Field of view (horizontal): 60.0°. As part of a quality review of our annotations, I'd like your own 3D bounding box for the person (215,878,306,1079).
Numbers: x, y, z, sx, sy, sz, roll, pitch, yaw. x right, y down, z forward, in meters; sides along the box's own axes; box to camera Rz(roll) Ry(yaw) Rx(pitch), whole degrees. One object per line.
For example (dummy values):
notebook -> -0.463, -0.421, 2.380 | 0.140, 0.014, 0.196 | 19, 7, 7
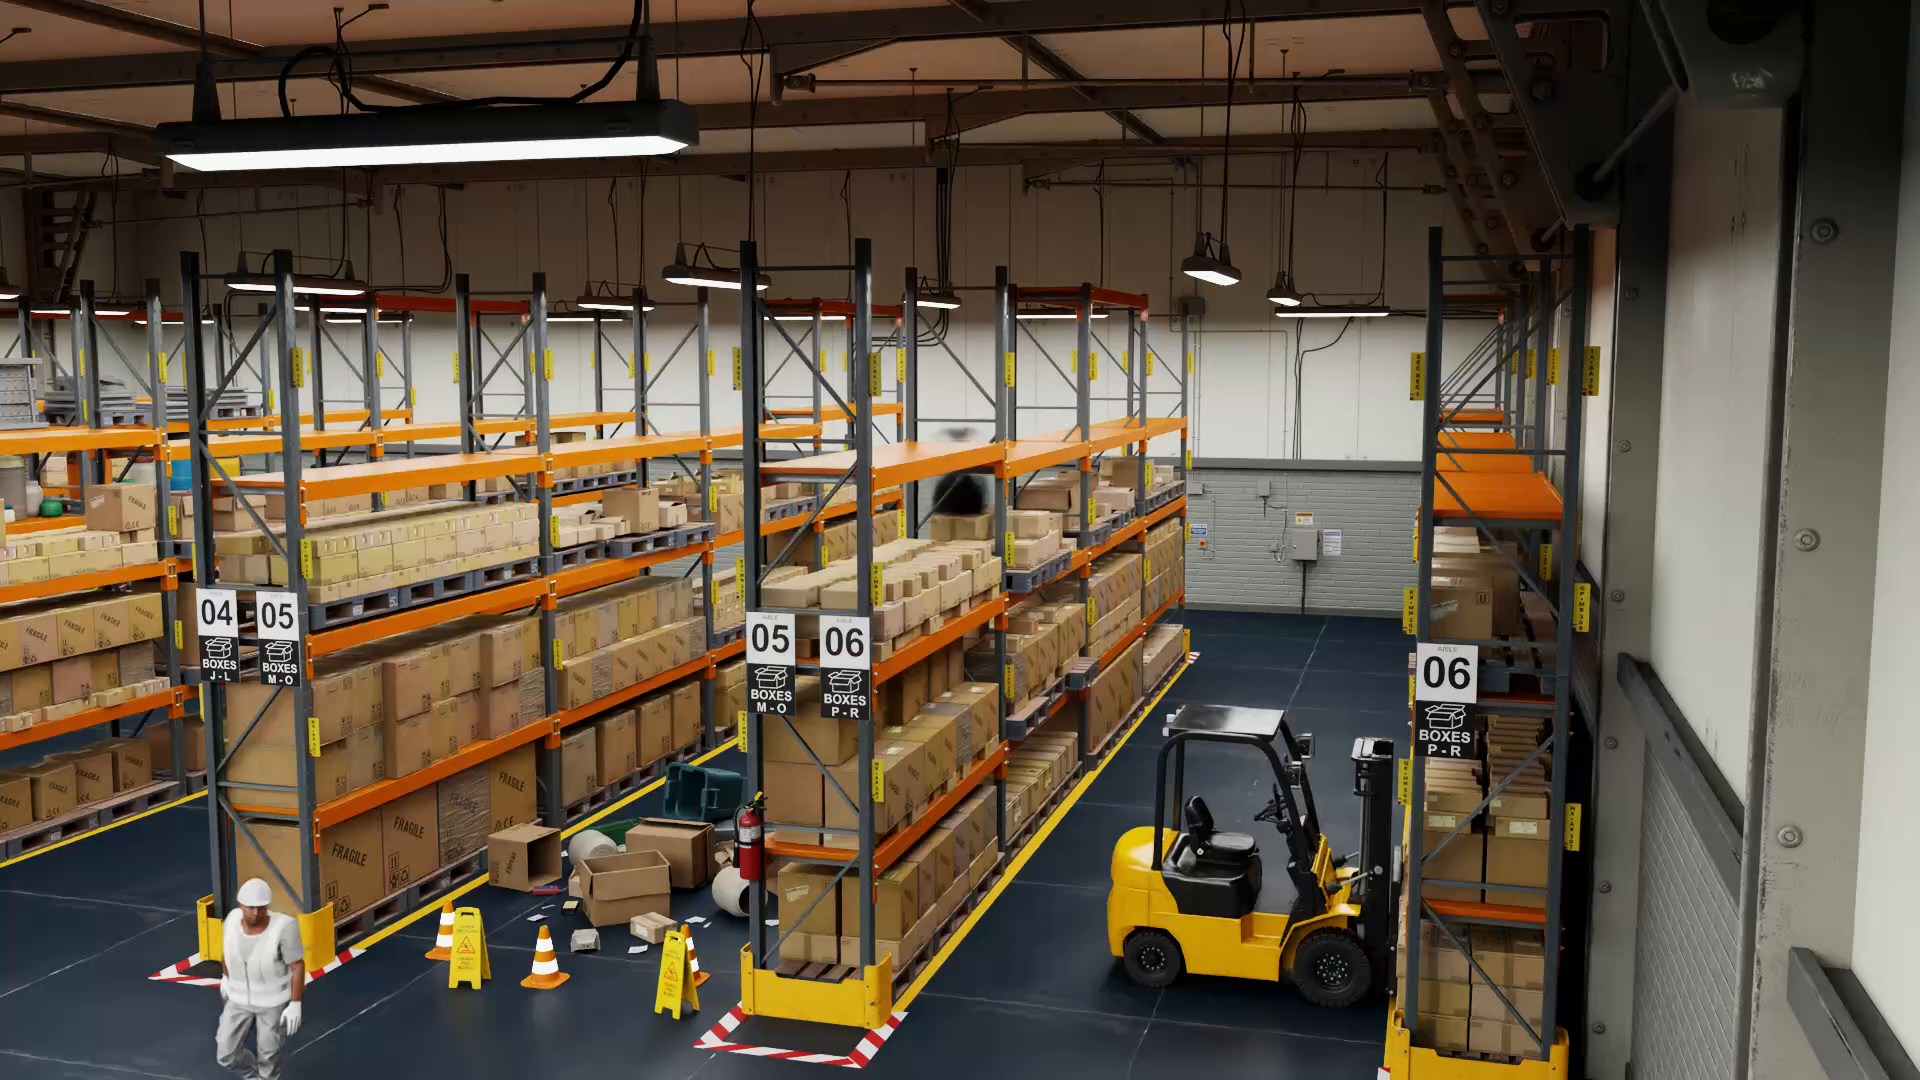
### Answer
person -> -4.687, 3.069, 11.104 | 0.706, 1.745, 0.561 | 1, 6, 5
